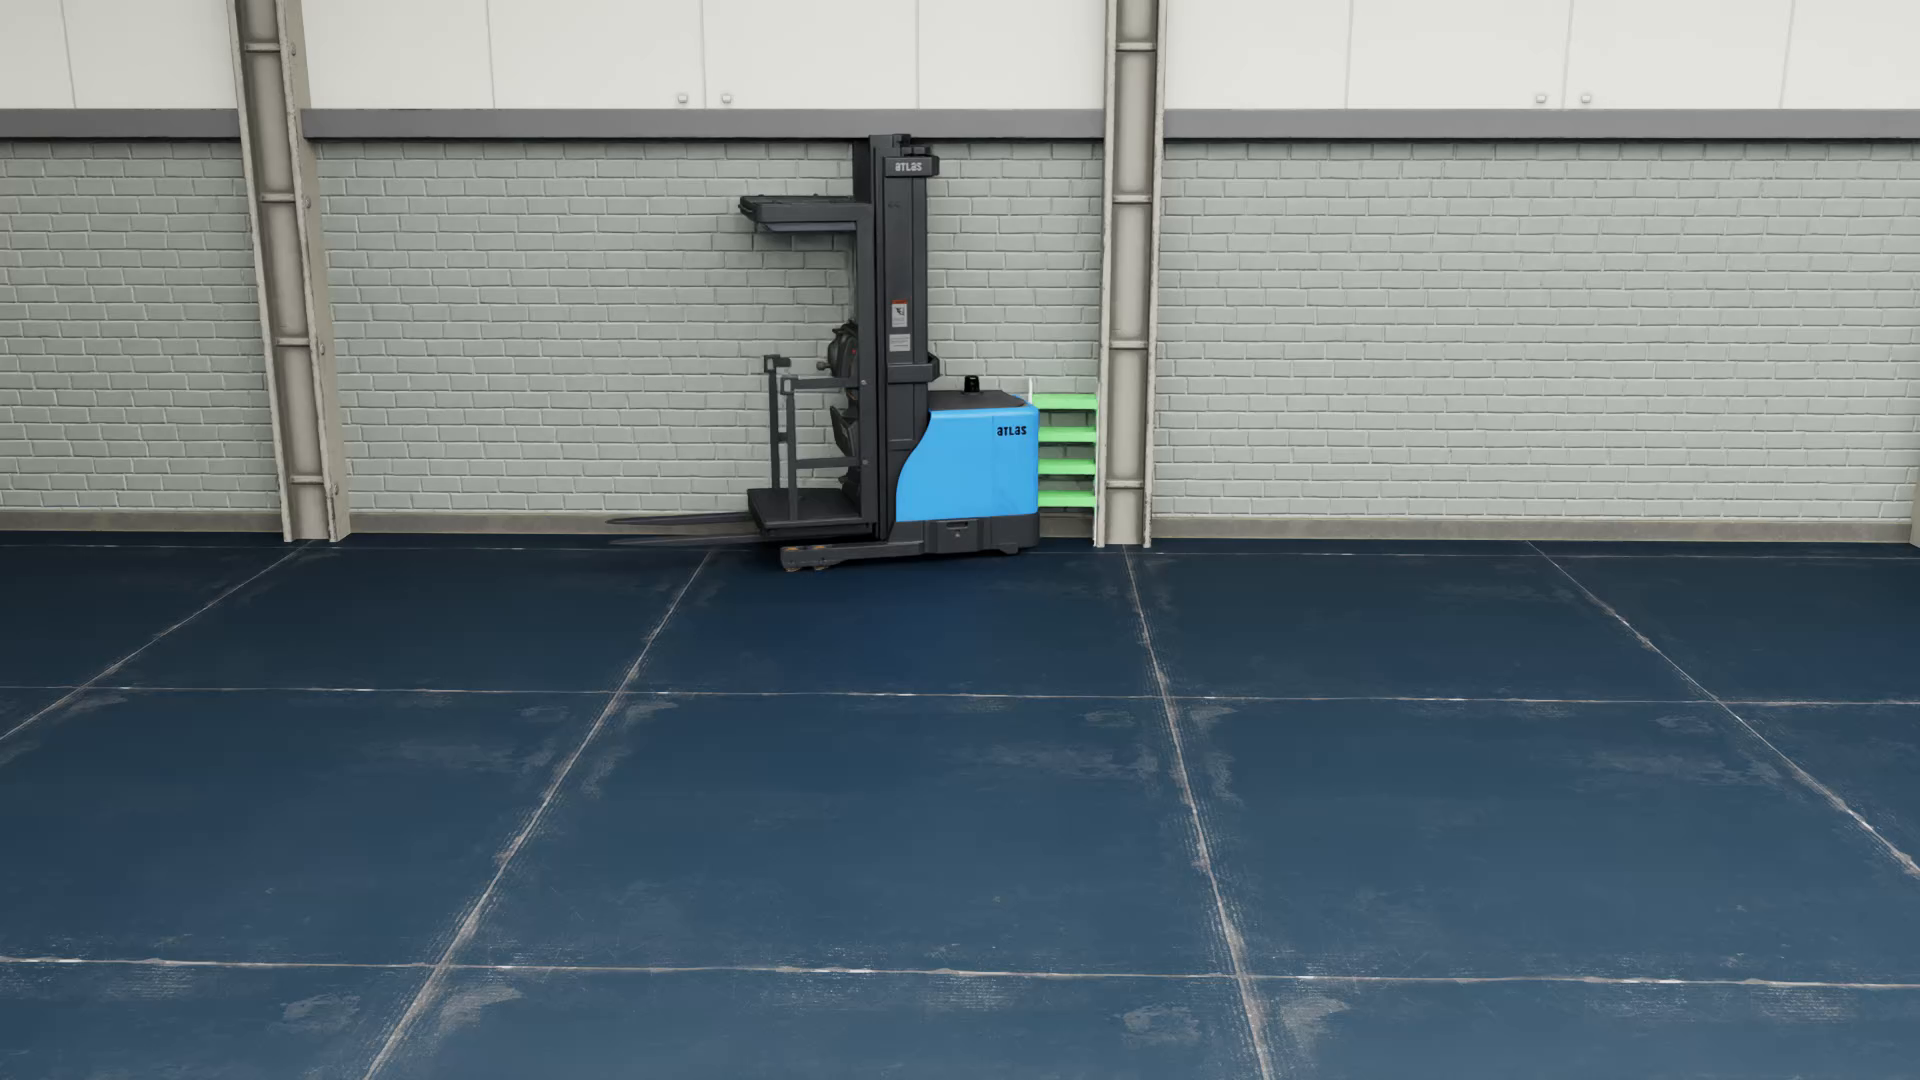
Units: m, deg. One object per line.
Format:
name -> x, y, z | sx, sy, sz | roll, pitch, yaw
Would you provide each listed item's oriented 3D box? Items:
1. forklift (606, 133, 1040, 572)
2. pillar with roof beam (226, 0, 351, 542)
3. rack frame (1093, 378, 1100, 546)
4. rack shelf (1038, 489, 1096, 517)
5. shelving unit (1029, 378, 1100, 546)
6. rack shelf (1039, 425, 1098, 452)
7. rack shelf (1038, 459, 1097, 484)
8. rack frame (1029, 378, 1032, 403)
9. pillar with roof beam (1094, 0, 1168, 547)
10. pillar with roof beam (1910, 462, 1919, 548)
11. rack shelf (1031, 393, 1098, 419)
forklift -> -1.001, -1.345, 11.694 | 3.031, 2.935, 1.130 | -3, 15, -13
pillar with roof beam -> -4.909, -3.279, 7.129 | 0.400, 9.000, 9.100 | 0, 15, 1
rack frame -> 0.996, -0.568, 12.136 | 0.015, 1.200, 0.240 | 0, 14, 1
rack shelf -> 0.751, -0.275, 12.215 | 0.480, 0.148, 0.258 | 0, 14, 1
shelving unit -> 0.752, -0.570, 12.140 | 0.503, 1.200, 0.258 | 0, 14, 1
rack shelf -> 0.752, -0.740, 12.097 | 0.480, 0.148, 0.258 | 0, 14, 1
rack shelf -> 0.751, -0.508, 12.156 | 0.480, 0.148, 0.258 | 0, 14, 1
rack frame -> 0.508, -0.572, 12.145 | 0.015, 1.200, 0.240 | 0, 14, 1
pillar with roof beam -> 1.089, -3.240, 6.981 | 0.400, 9.000, 9.100 | 0, 15, 1
pillar with roof beam -> 7.087, -3.201, 6.833 | 0.400, 9.000, 9.100 | 0, 15, 1
rack shelf -> 0.753, -0.973, 12.037 | 0.480, 0.148, 0.258 | 0, 14, 1
